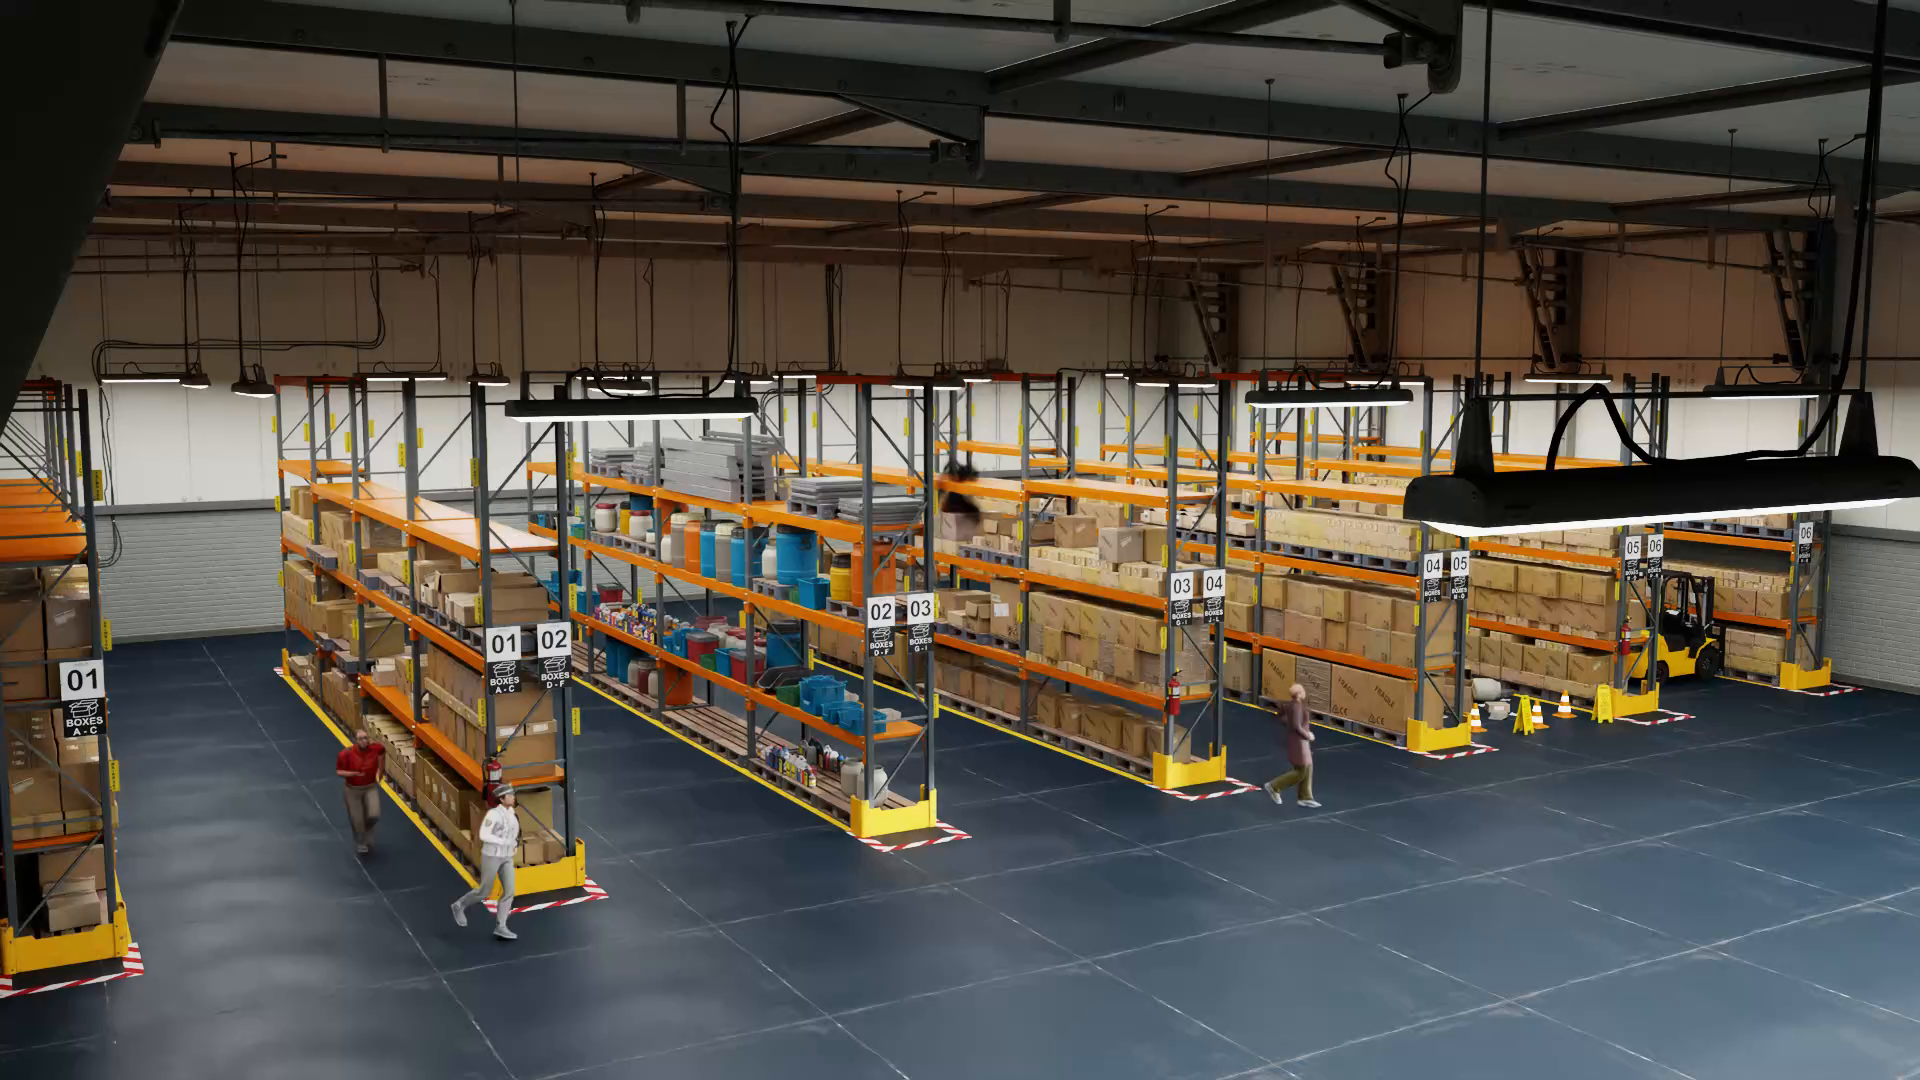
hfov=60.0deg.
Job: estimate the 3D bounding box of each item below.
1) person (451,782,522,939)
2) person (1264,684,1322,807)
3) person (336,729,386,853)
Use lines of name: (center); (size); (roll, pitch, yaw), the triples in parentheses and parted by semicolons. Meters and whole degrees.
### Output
person: (-5.139, 3.504, 18.448); (0.872, 1.650, 0.640); (3, 7, 24)
person: (4.718, 2.914, 23.430); (0.843, 1.790, 0.760); (-1, 6, -6)
person: (-7.561, 3.194, 21.095); (0.653, 1.651, 0.786); (-3, 7, -28)
